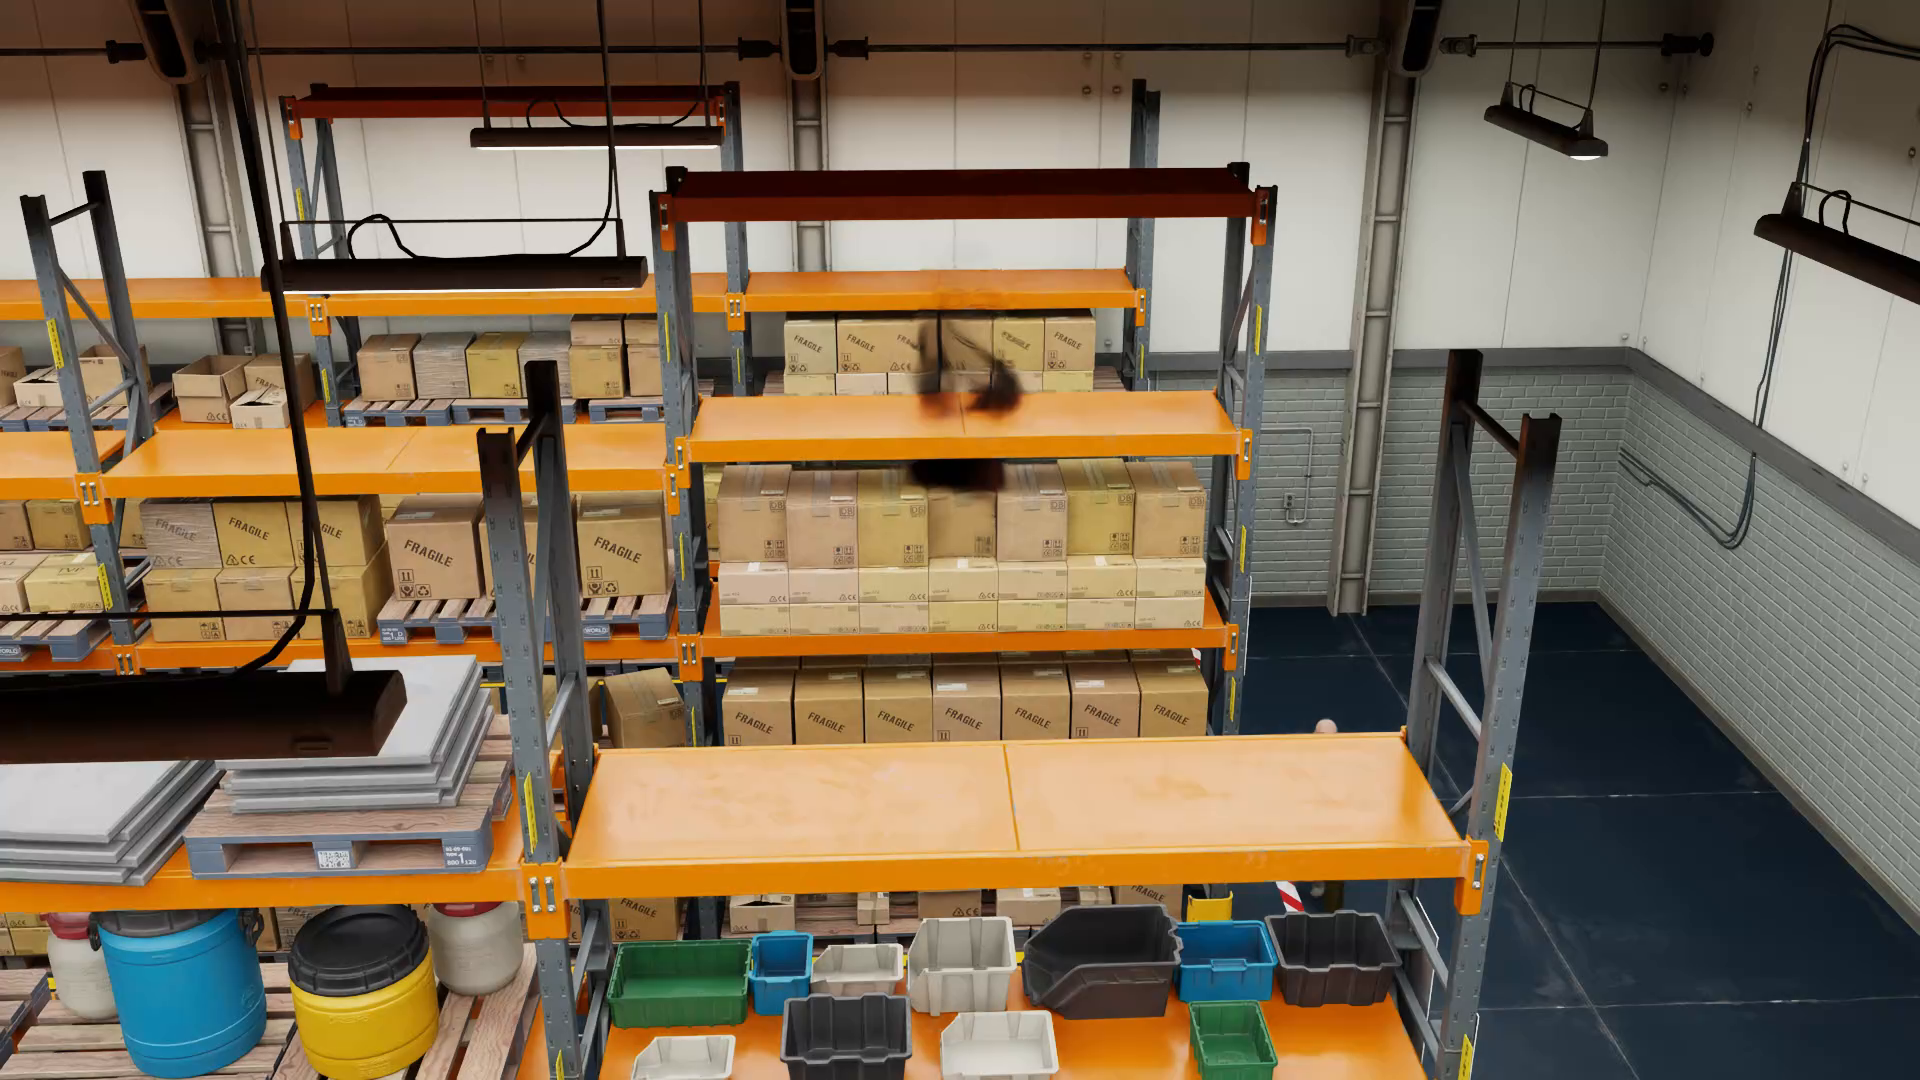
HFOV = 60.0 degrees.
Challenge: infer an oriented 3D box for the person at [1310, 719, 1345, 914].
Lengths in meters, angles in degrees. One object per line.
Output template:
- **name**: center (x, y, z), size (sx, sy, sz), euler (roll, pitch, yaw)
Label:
- **person**: center (2.883, 2.224, 13.260), size (0.705, 1.802, 0.993), euler (6, 23, 14)
